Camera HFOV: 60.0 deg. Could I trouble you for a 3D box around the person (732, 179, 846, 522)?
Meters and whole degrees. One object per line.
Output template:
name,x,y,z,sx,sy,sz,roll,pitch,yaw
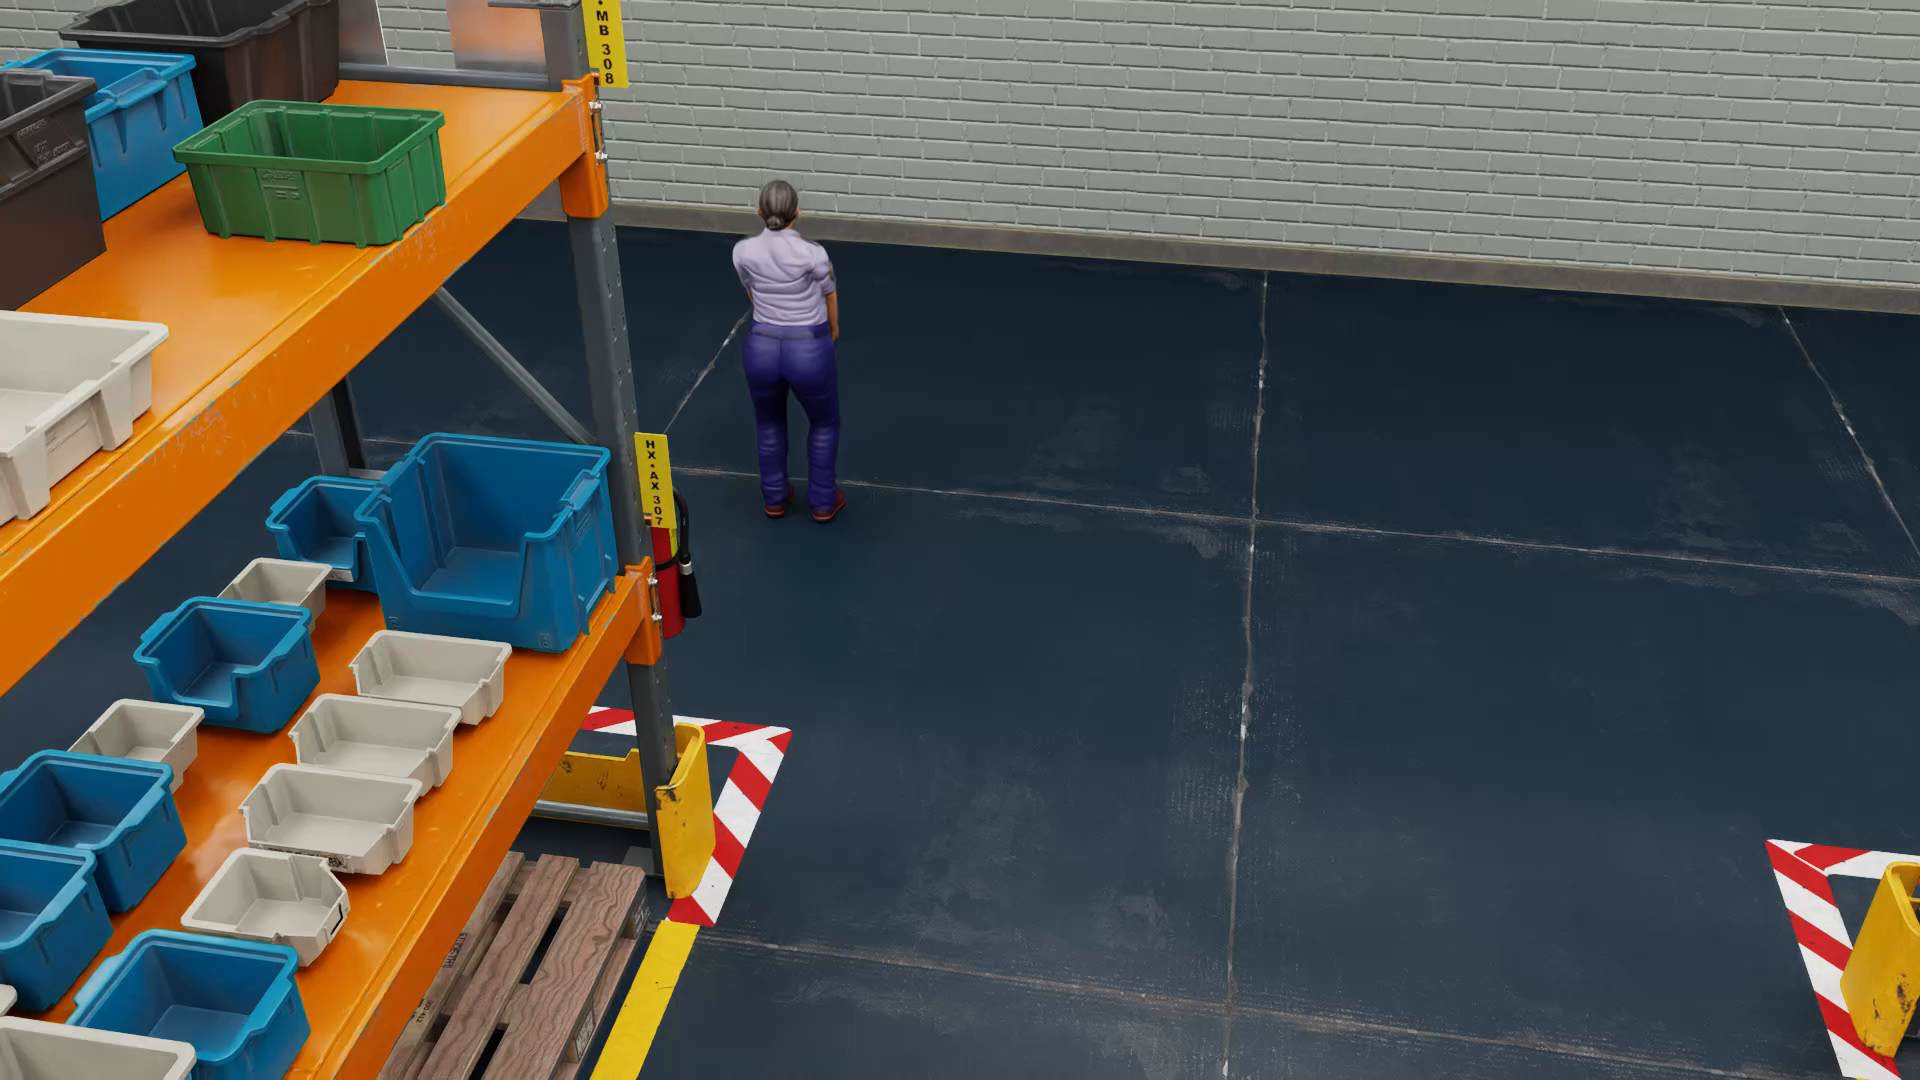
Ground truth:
person,-0.755,-0.850,7.492,0.434,1.646,0.529,5,33,8
